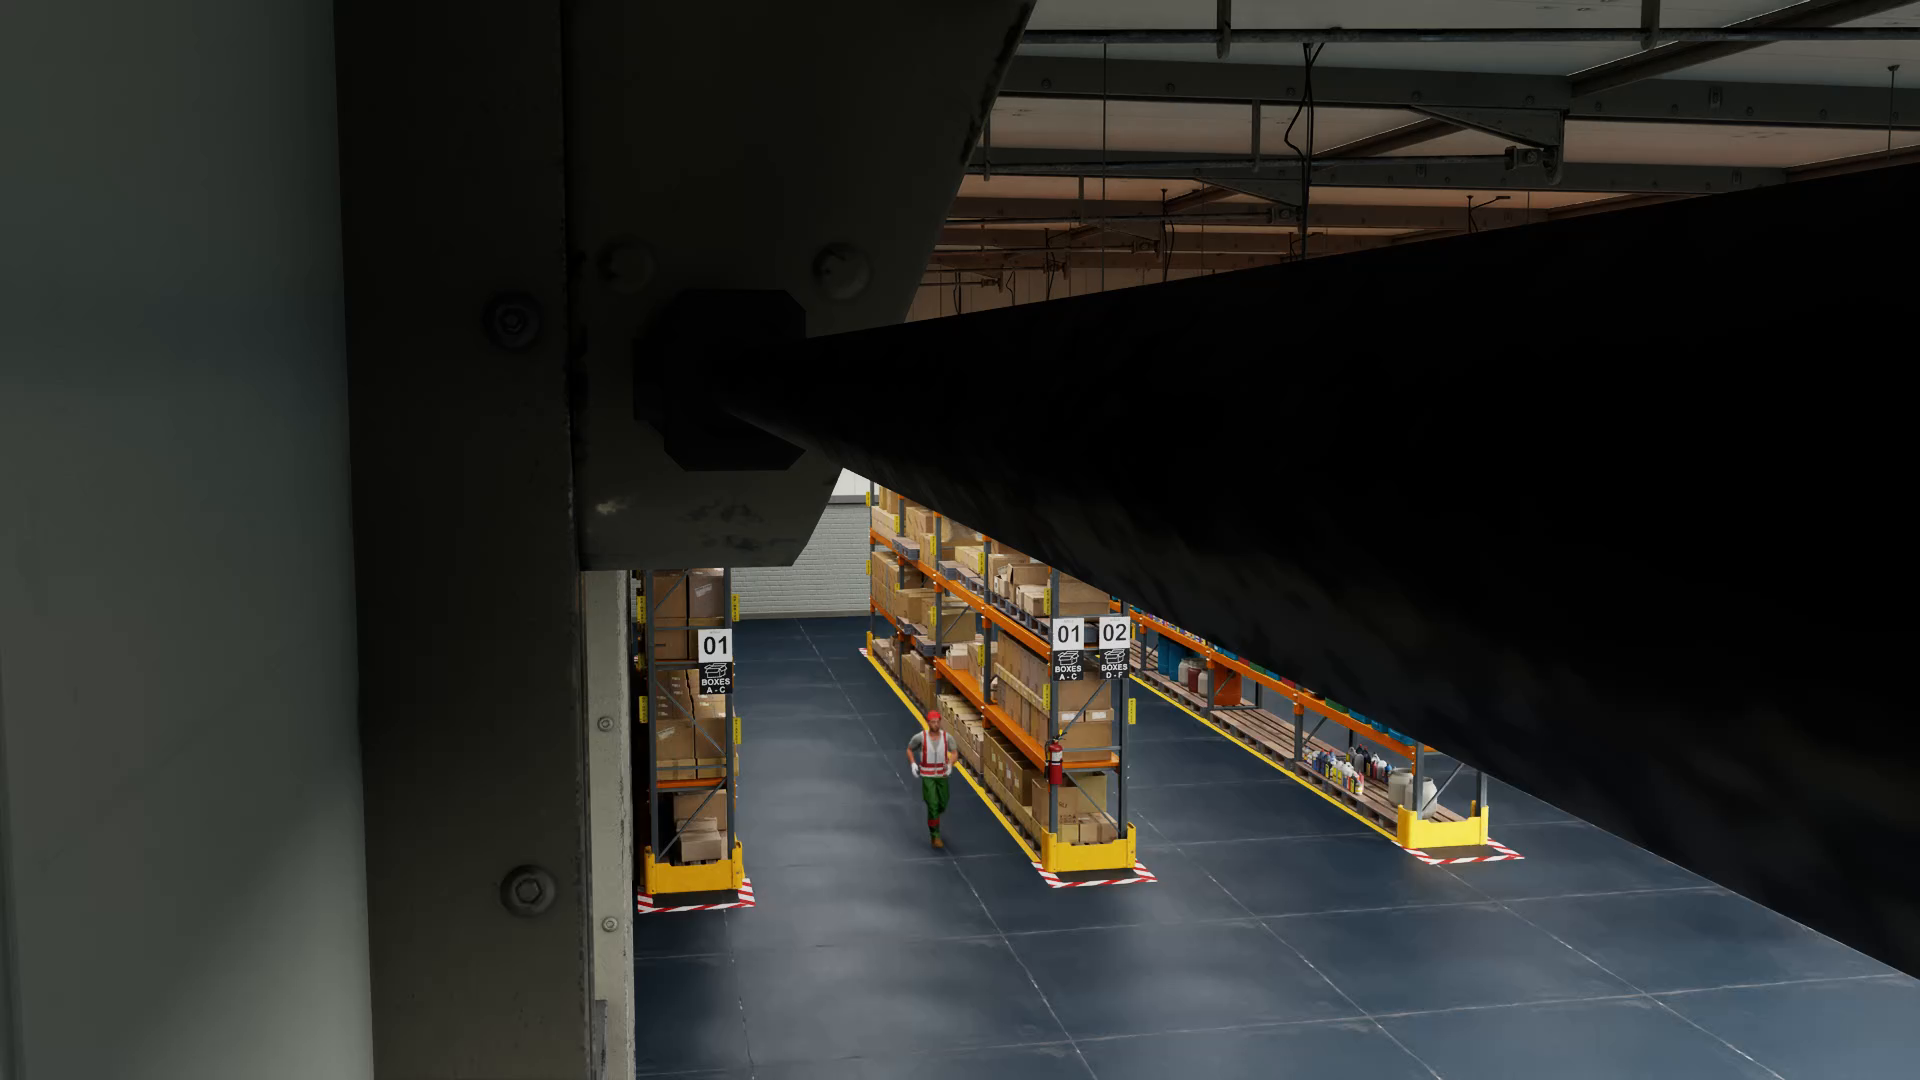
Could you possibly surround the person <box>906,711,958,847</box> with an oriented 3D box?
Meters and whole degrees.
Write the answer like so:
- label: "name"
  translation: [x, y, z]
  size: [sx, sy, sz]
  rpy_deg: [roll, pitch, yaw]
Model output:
- label: "person"
  translation: [-0.364, 3.134, 22.146]
  size: [0.678, 1.768, 0.804]
  rpy_deg: [-1, 6, -13]
